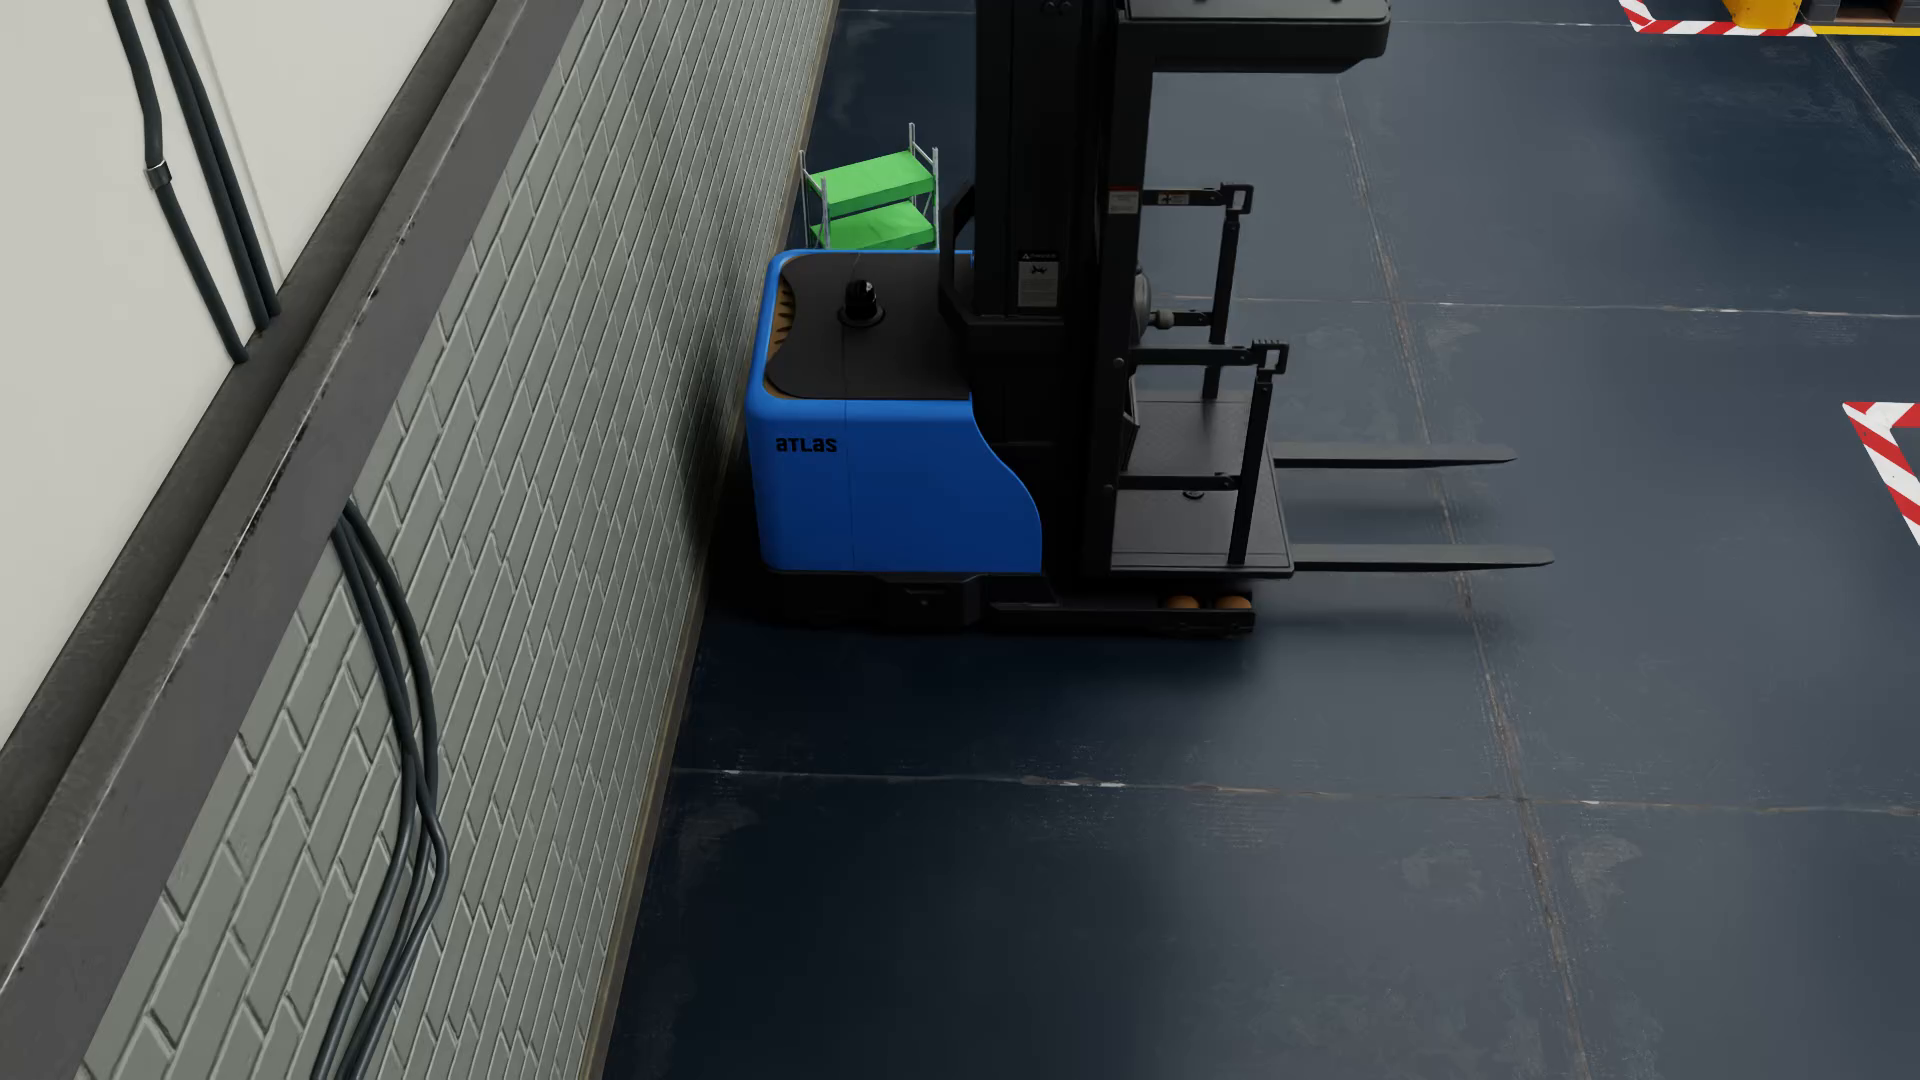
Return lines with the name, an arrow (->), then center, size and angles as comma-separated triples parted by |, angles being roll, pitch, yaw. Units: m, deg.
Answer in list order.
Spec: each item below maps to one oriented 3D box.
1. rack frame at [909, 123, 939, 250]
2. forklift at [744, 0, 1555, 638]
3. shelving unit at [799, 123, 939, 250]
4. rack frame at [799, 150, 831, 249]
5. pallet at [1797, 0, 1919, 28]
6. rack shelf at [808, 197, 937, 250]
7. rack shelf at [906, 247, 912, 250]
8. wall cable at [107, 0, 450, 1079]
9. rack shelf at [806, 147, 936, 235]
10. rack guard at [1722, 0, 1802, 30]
rack frame -> -0.149, -1.200, 7.158 | 0.015, 1.200, 0.240 | -19, 46, -19
forklift -> 0.759, -1.067, 5.745 | 3.031, 2.935, 1.130 | 0, 43, 0
shelving unit -> -0.367, -1.125, 7.077 | 0.503, 1.200, 0.258 | -19, 46, -19
rack frame -> -0.584, -1.050, 6.997 | 0.015, 1.200, 0.240 | -19, 46, -19
pallet -> 5.758, -3.525, 10.379 | 1.213, 0.211, 1.003 | 2, 43, 2
rack shelf -> -0.367, -1.254, 6.957 | 0.480, 0.148, 0.258 | -19, 46, -19
rack shelf -> -0.367, -1.078, 7.121 | 0.480, 0.148, 0.258 | -19, 46, -19
wall cable -> -1.144, 0.673, 1.703 | 0.112, 2.526, 3.097 | 2, 43, 2
rack shelf -> -0.367, -1.429, 6.793 | 0.480, 0.148, 0.258 | -19, 46, -19
rack guard -> 4.912, -3.674, 10.327 | 0.348, 0.500, 1.175 | 2, 43, 2
